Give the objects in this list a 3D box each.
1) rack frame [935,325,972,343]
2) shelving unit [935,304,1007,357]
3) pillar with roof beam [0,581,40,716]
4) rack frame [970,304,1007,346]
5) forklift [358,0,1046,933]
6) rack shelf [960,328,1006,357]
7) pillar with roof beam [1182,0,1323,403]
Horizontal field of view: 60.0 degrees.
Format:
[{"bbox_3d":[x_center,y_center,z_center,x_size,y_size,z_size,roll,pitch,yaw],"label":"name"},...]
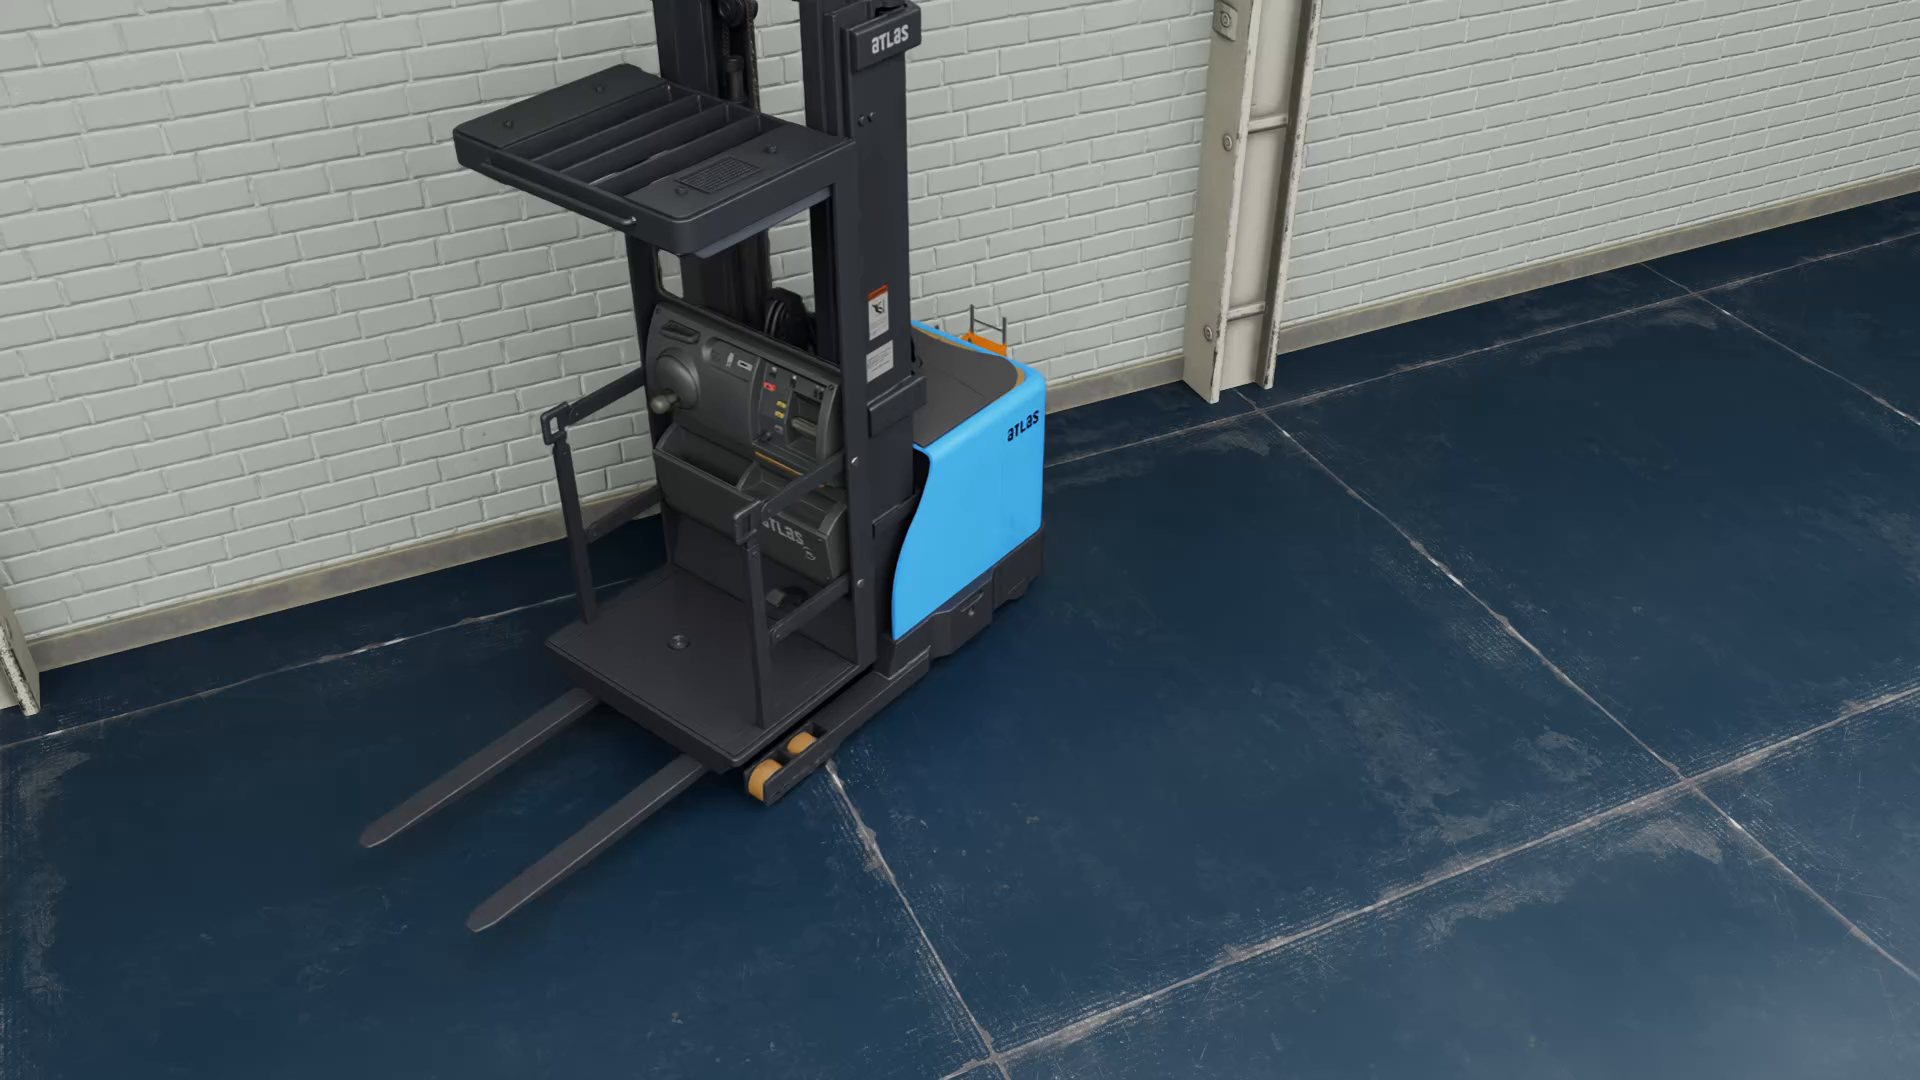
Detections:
[{"bbox_3d":[-0.028,-0.478,7.512,0.200,1.050,0.008,26,44,30],"label":"rack frame"},{"bbox_3d":[0.048,-0.534,7.589,0.215,1.050,0.252,26,44,30],"label":"shelving unit"},{"bbox_3d":[-2.179,-0.621,1.033,0.400,9.000,9.100,-16,39,-20],"label":"pillar with roof beam"},{"bbox_3d":[0.125,-0.591,7.665,0.200,1.050,0.008,26,44,30],"label":"rack frame"},{"bbox_3d":[-0.942,-0.504,5.969,1.130,2.935,3.031,26,44,30],"label":"forklift"},{"bbox_3d":[0.048,-0.754,7.426,0.215,0.259,0.240,26,44,30],"label":"rack shelf"},{"bbox_3d":[3.253,-2.140,3.081,0.400,9.000,9.100,-16,39,-20],"label":"pillar with roof beam"}]
